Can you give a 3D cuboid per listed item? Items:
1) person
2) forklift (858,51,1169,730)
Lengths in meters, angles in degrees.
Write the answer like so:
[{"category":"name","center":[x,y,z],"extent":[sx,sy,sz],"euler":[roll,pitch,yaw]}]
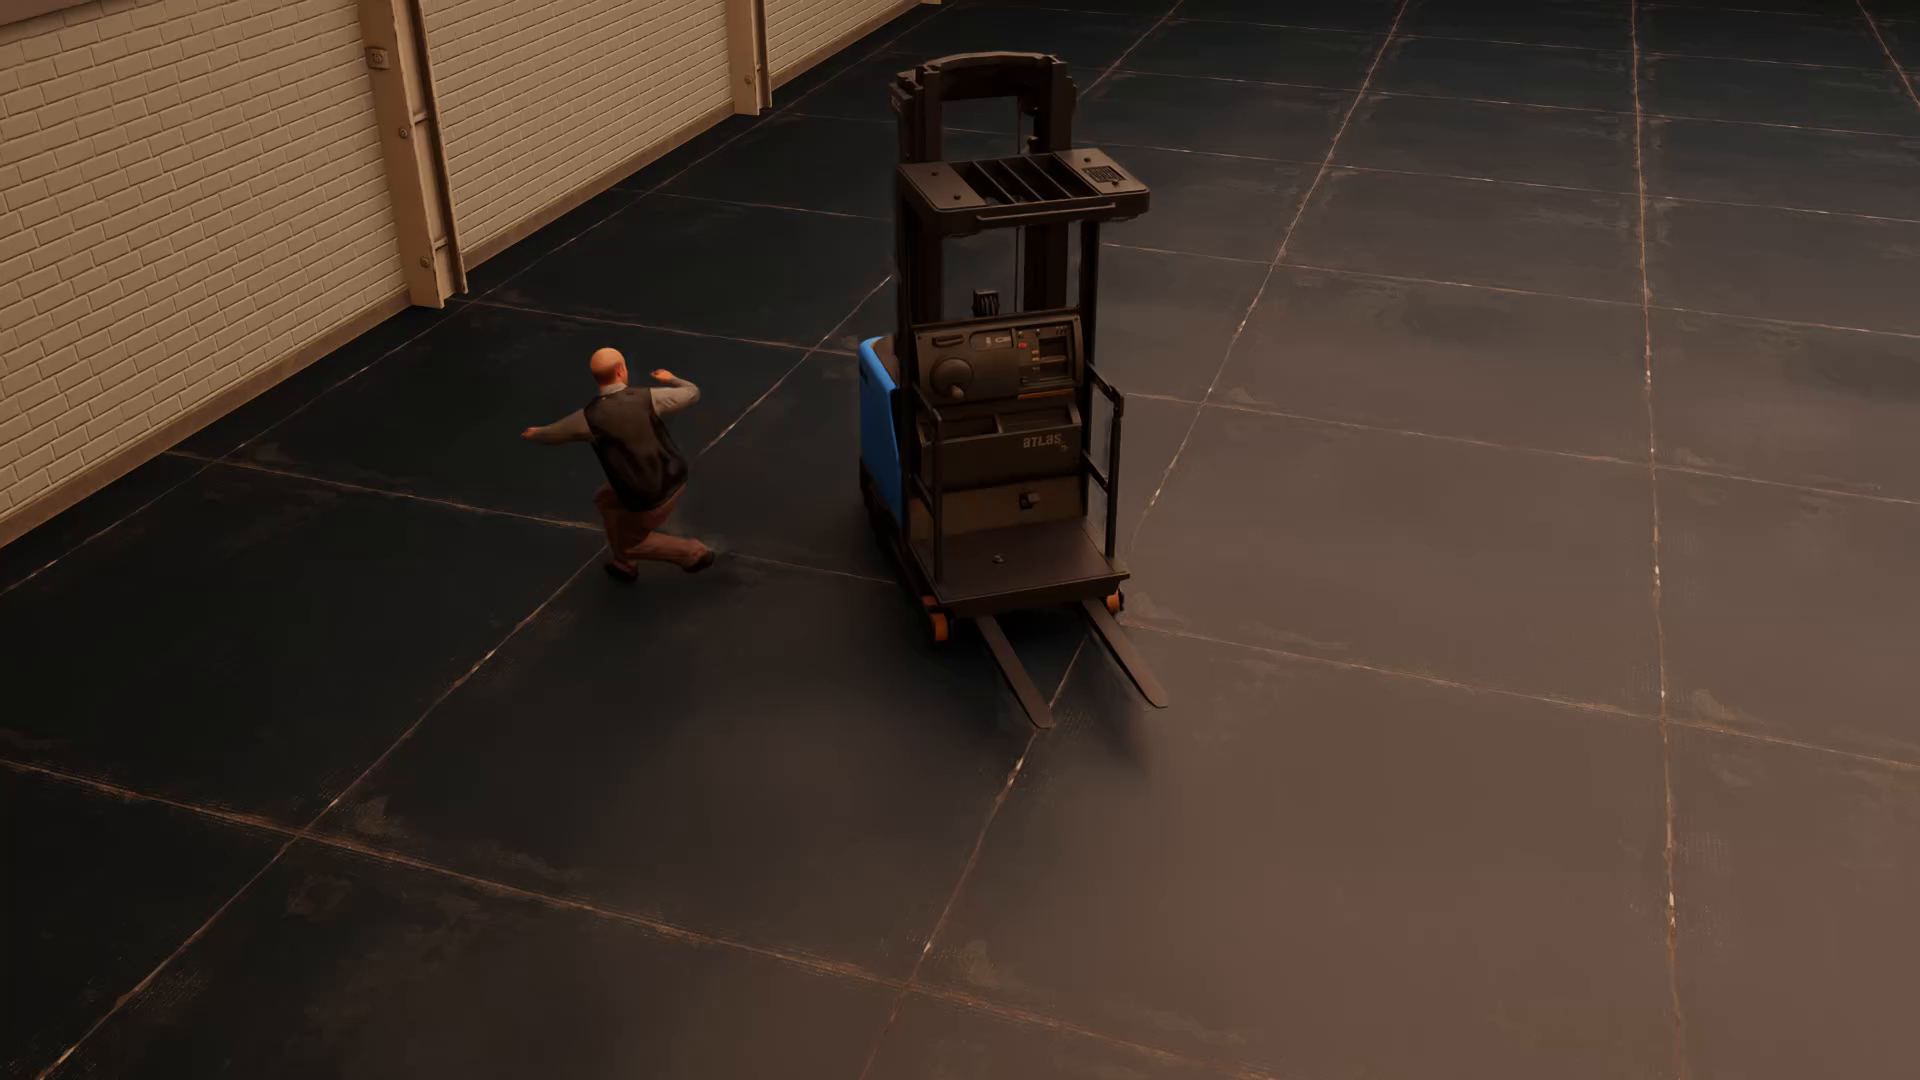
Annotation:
[{"category":"person","center":[-1.905,-0.444,9.422],"extent":[1.083,1.467,0.807],"euler":[15,33,25]},{"category":"forklift","center":[0.278,-0.932,8.771],"extent":[1.130,2.935,3.031],"euler":[-8,31,-14]}]
